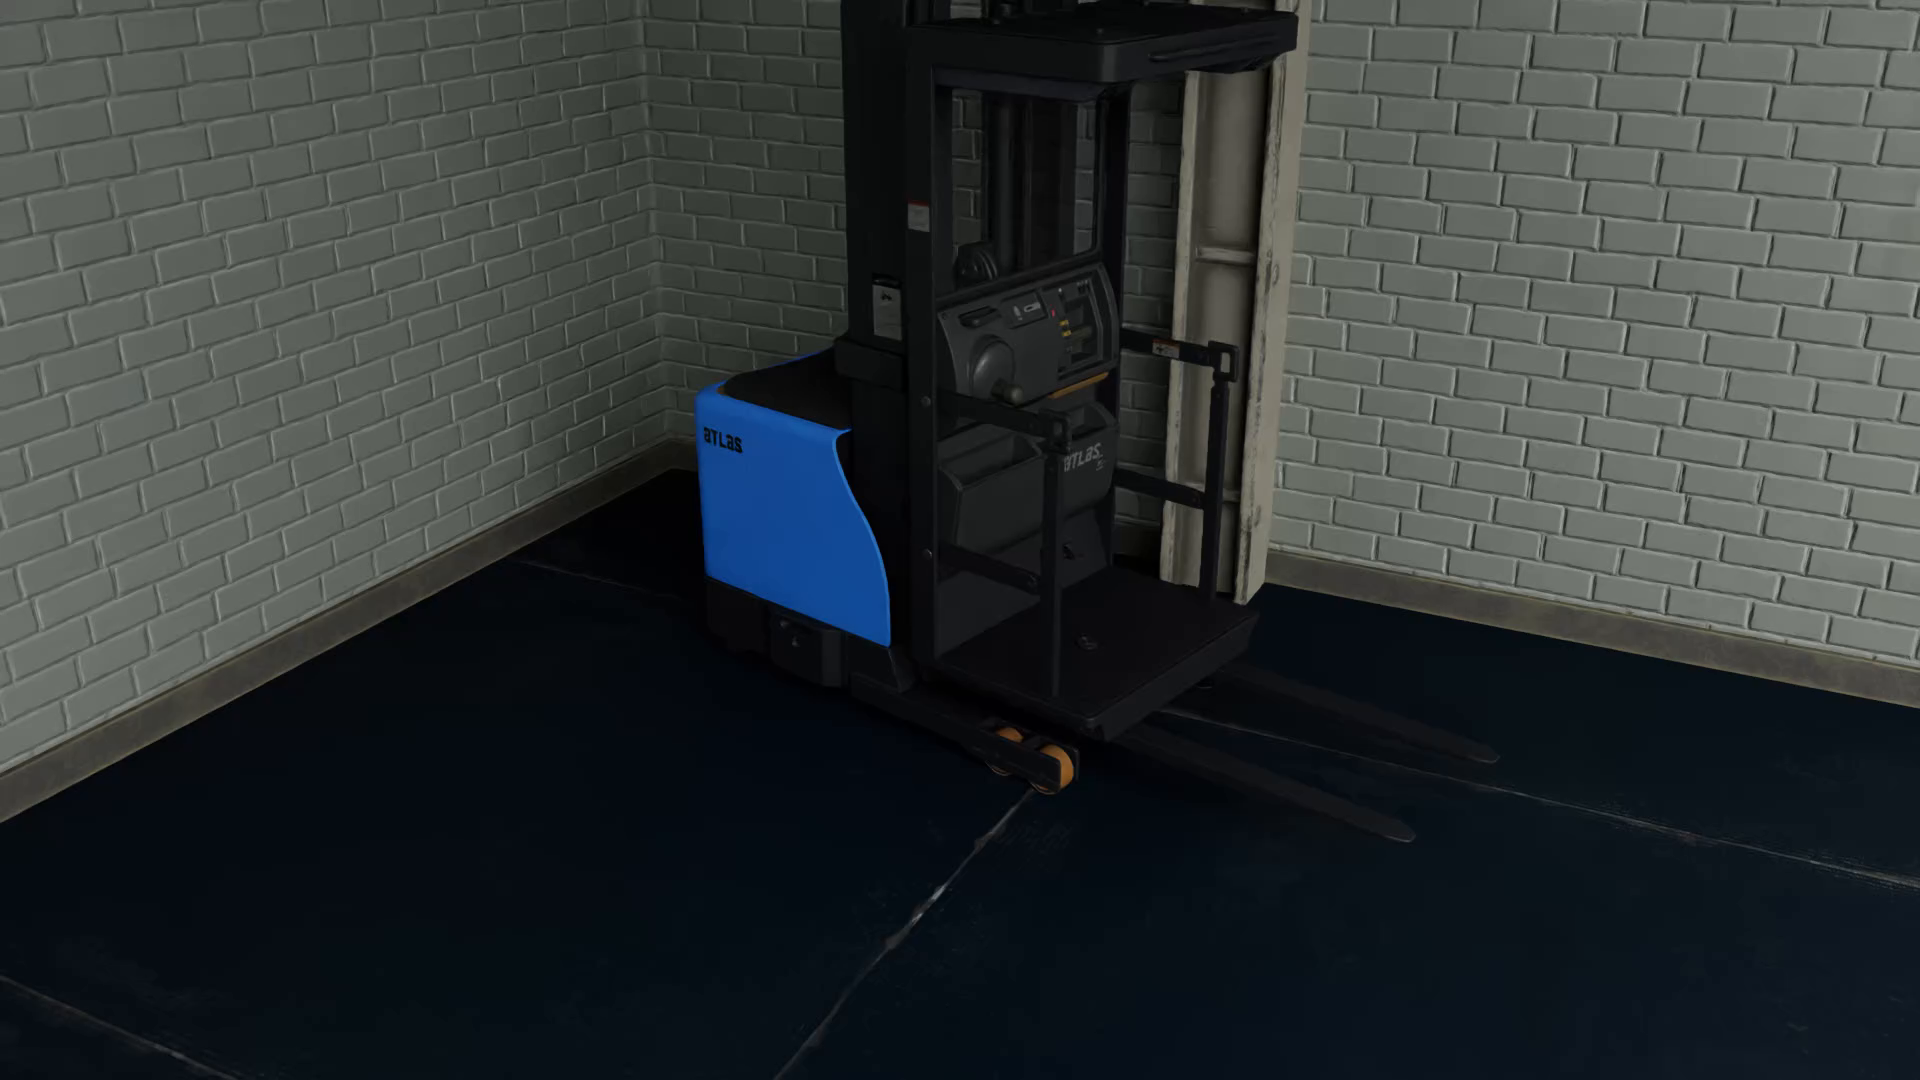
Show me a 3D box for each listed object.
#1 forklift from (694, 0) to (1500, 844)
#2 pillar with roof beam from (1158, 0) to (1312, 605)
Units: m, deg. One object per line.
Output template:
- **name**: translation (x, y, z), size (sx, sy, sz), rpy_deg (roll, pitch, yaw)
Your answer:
- **forklift**: translation (0.414, -0.710, 5.675), size (3.031, 2.935, 1.130), rpy_deg (18, 29, 36)
- **pillar with roof beam**: translation (-0.834, -2.447, 2.004), size (0.400, 9.000, 9.100), rpy_deg (11, 25, 25)
